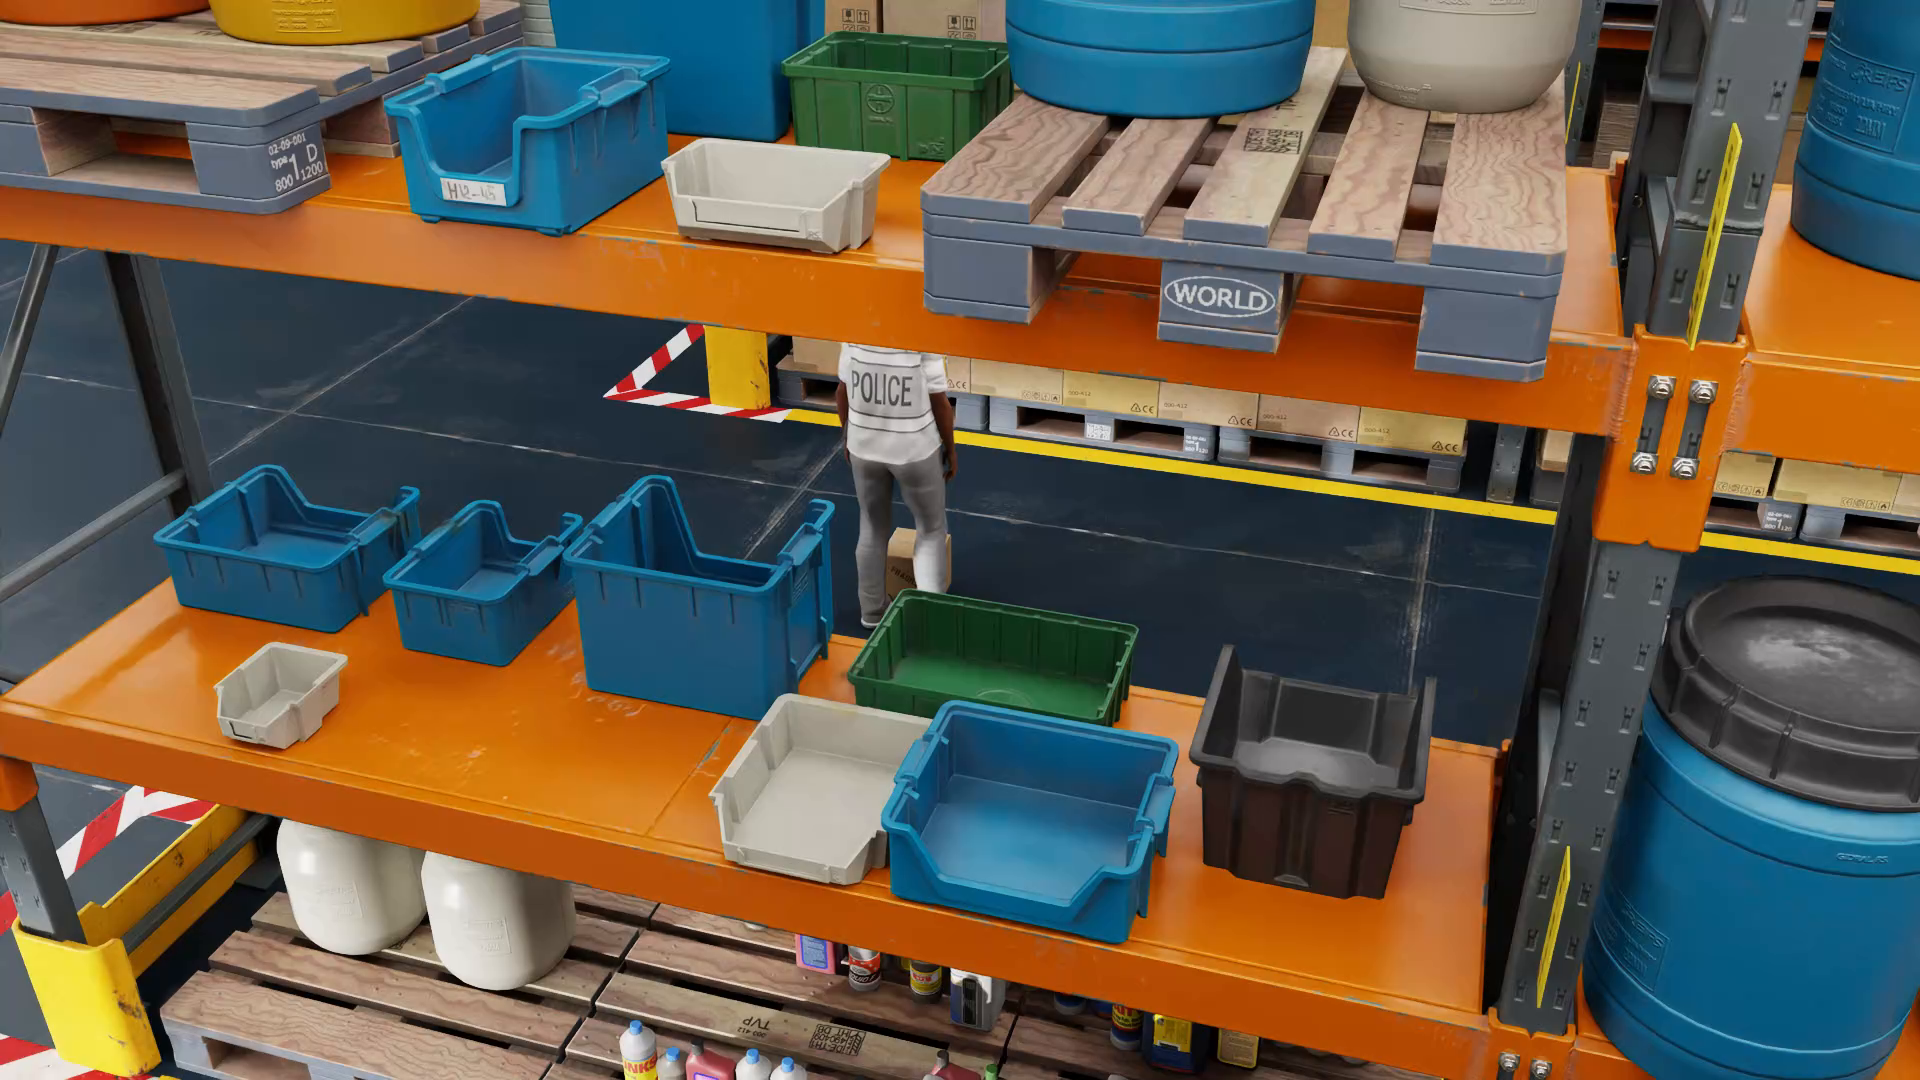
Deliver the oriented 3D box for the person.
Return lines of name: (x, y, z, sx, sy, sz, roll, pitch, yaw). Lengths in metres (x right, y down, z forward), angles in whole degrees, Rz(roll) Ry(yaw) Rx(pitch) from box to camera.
person: (-0.249, -0.375, 6.793, 0.506, 1.660, 0.392, 9, 31, 15)
